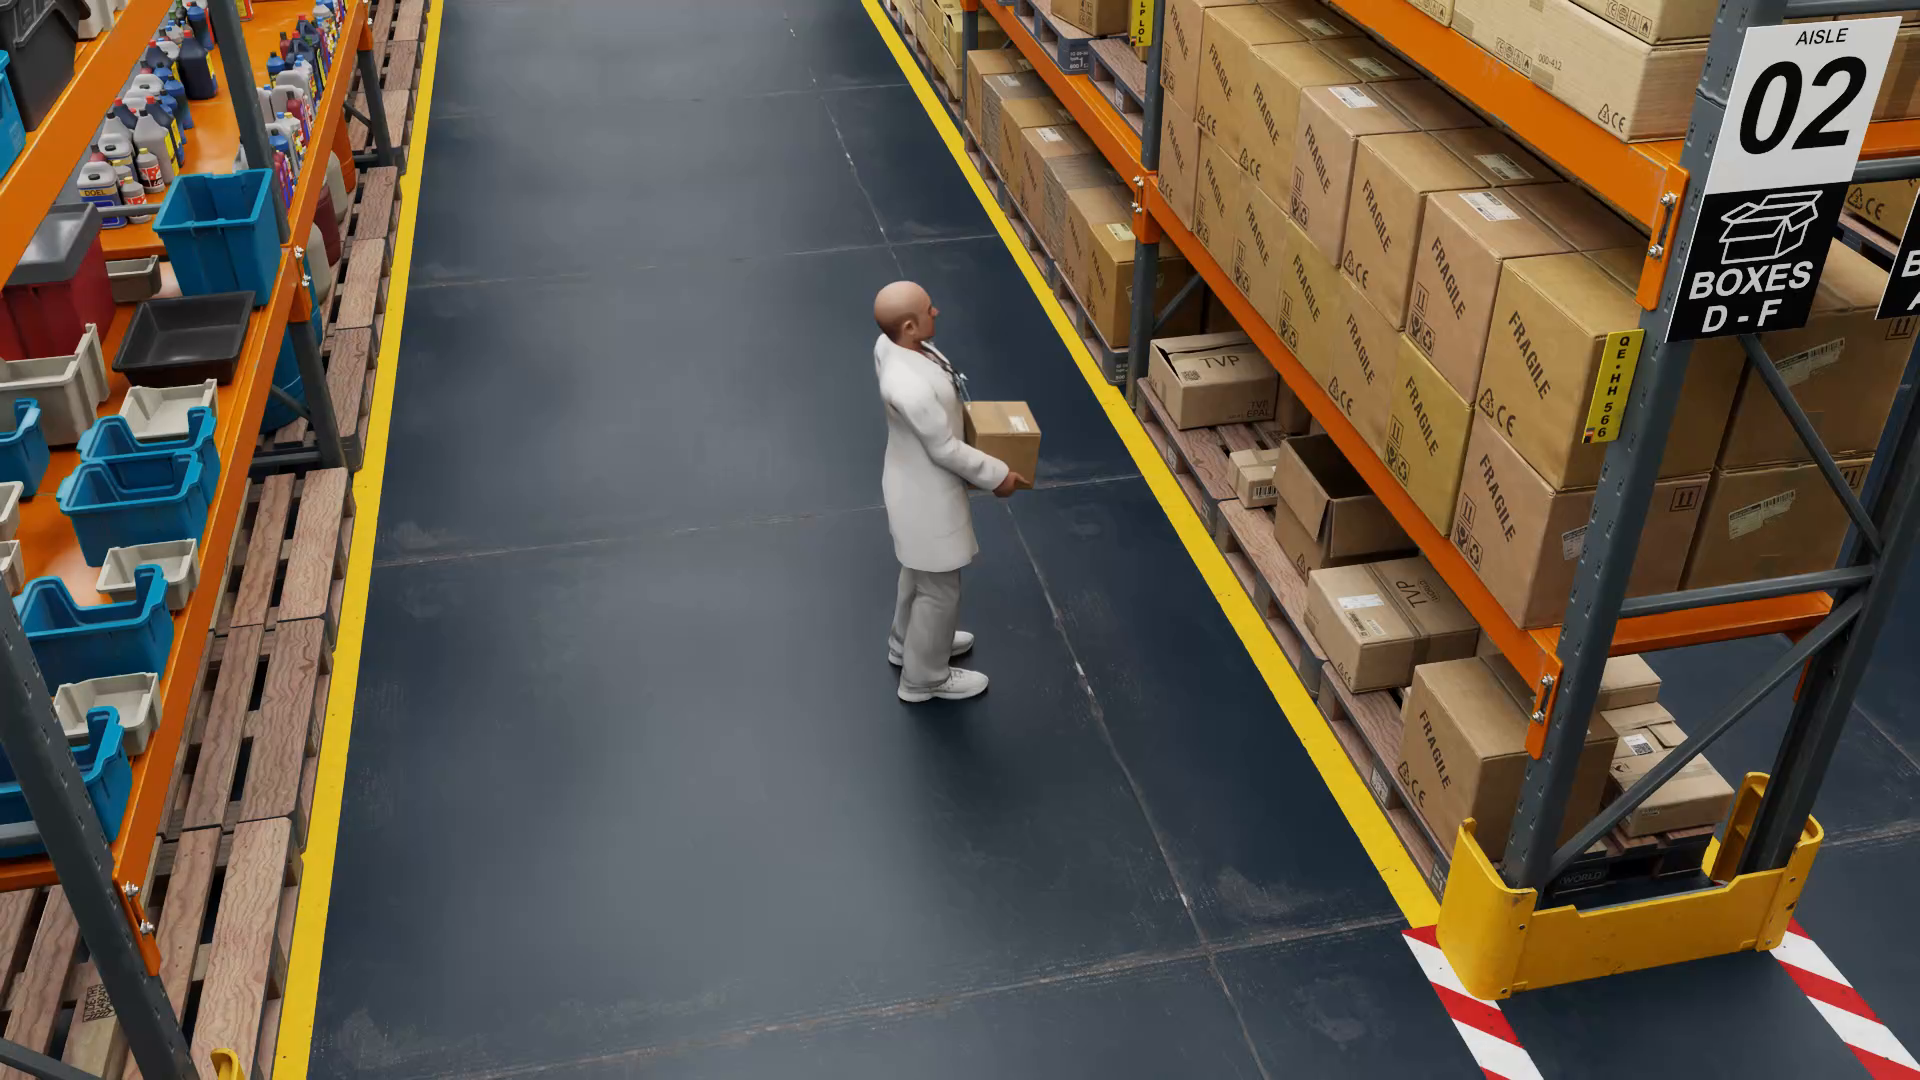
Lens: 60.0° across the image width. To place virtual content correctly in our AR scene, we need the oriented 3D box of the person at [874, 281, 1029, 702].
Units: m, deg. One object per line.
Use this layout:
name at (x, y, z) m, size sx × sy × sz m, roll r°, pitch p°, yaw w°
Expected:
person at (-0.037, -0.194, 6.450) m, size 0.555 × 1.770 × 0.530 m, roll -7°, pitch 34°, yaw -10°
